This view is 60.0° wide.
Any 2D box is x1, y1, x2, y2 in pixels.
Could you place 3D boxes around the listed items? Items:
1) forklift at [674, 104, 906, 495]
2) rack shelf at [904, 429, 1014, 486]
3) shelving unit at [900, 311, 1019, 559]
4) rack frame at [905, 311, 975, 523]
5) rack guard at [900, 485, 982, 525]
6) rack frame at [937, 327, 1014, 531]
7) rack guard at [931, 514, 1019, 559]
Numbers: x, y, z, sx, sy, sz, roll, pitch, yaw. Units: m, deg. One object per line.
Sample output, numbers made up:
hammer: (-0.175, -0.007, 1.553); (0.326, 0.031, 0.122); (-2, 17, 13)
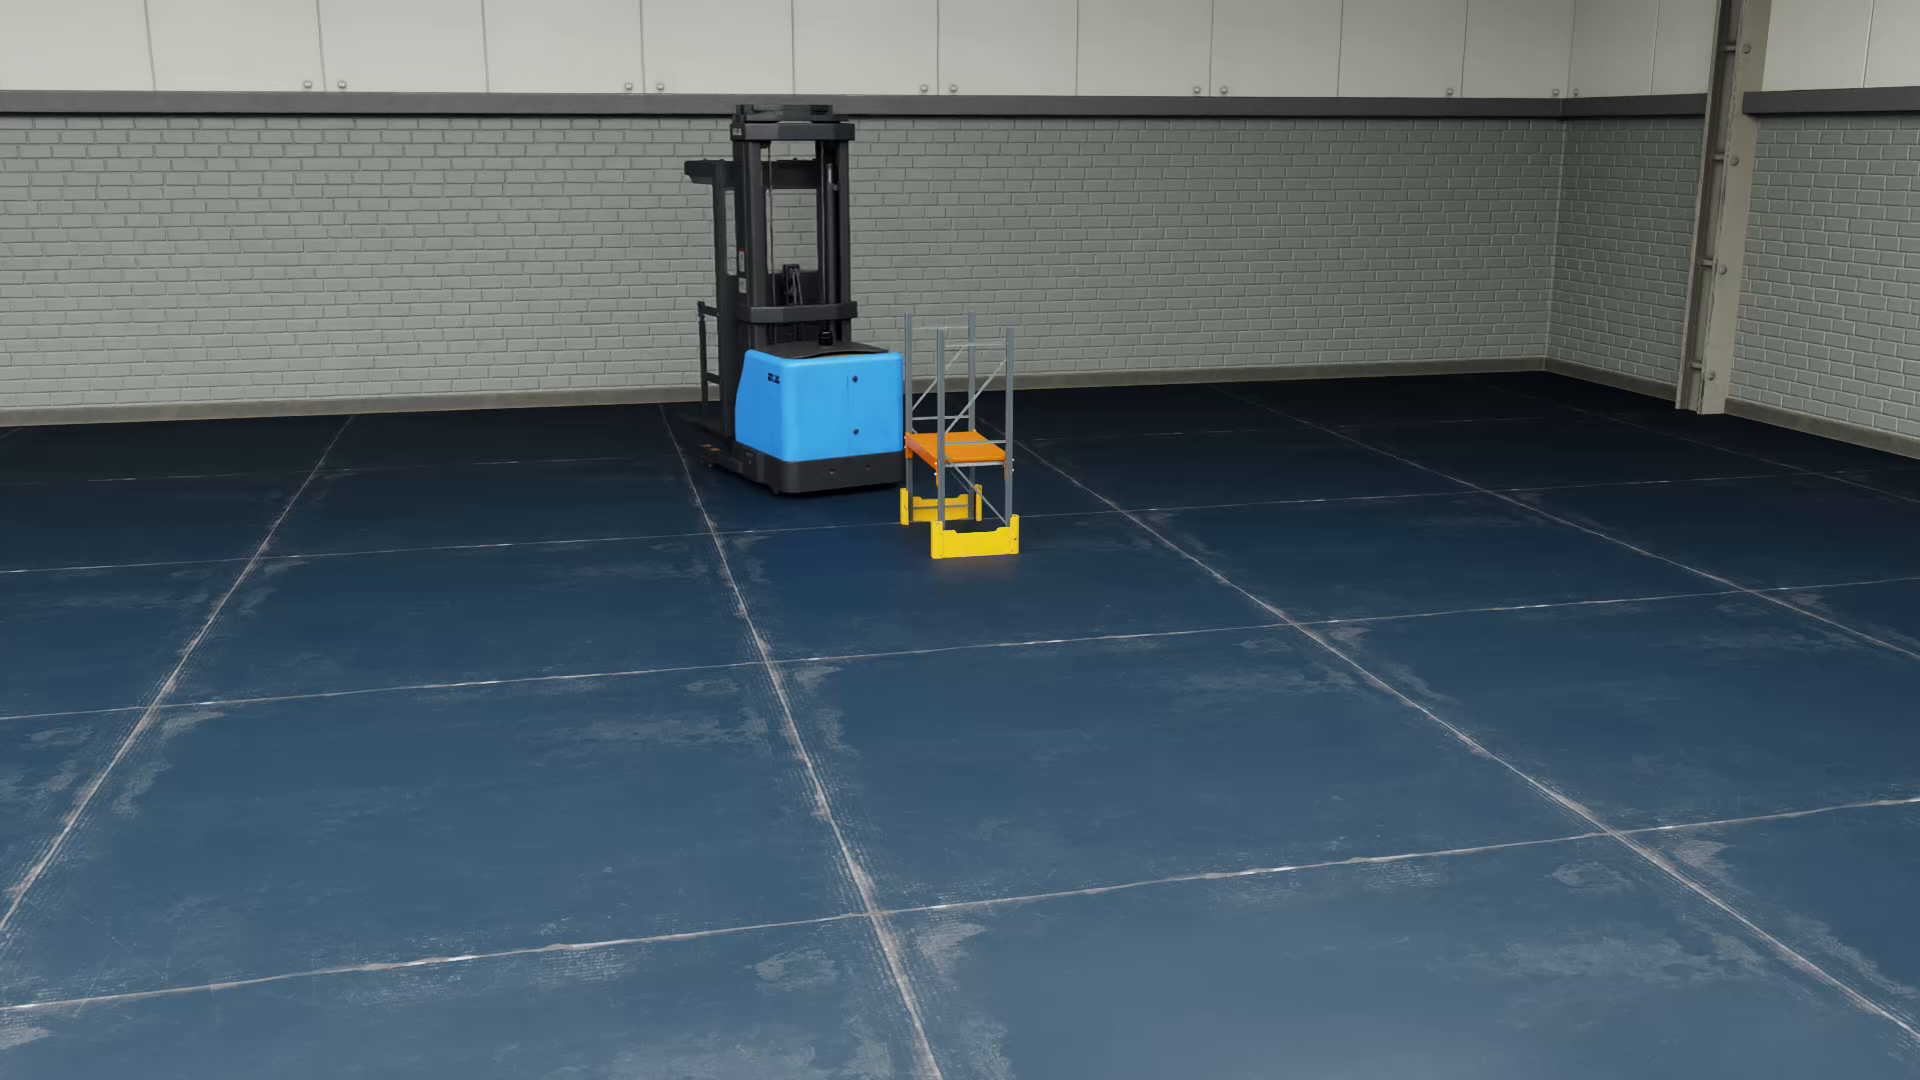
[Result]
forklift: (-1.578, -2.075, 13.743); (1.130, 2.935, 3.031); (-7, 16, -28)
rack shelf: (-0.020, -0.574, 11.372); (0.538, 0.185, 1.000); (-3, 14, -13)
shelving unit: (-0.018, -0.746, 11.321); (0.587, 1.500, 1.083); (-3, 14, -13)
rack frame: (-0.139, -0.866, 11.810); (0.500, 1.500, 0.032); (-3, 14, -13)
rack guard: (-0.135, -0.254, 11.940); (0.587, 0.250, 0.087); (-3, 14, -13)
rack frame: (0.099, -0.631, 10.850); (0.500, 1.500, 0.032); (-3, 14, -13)
rack guard: (0.099, -0.024, 10.999); (0.587, 0.250, 0.087); (-3, 14, -13)
